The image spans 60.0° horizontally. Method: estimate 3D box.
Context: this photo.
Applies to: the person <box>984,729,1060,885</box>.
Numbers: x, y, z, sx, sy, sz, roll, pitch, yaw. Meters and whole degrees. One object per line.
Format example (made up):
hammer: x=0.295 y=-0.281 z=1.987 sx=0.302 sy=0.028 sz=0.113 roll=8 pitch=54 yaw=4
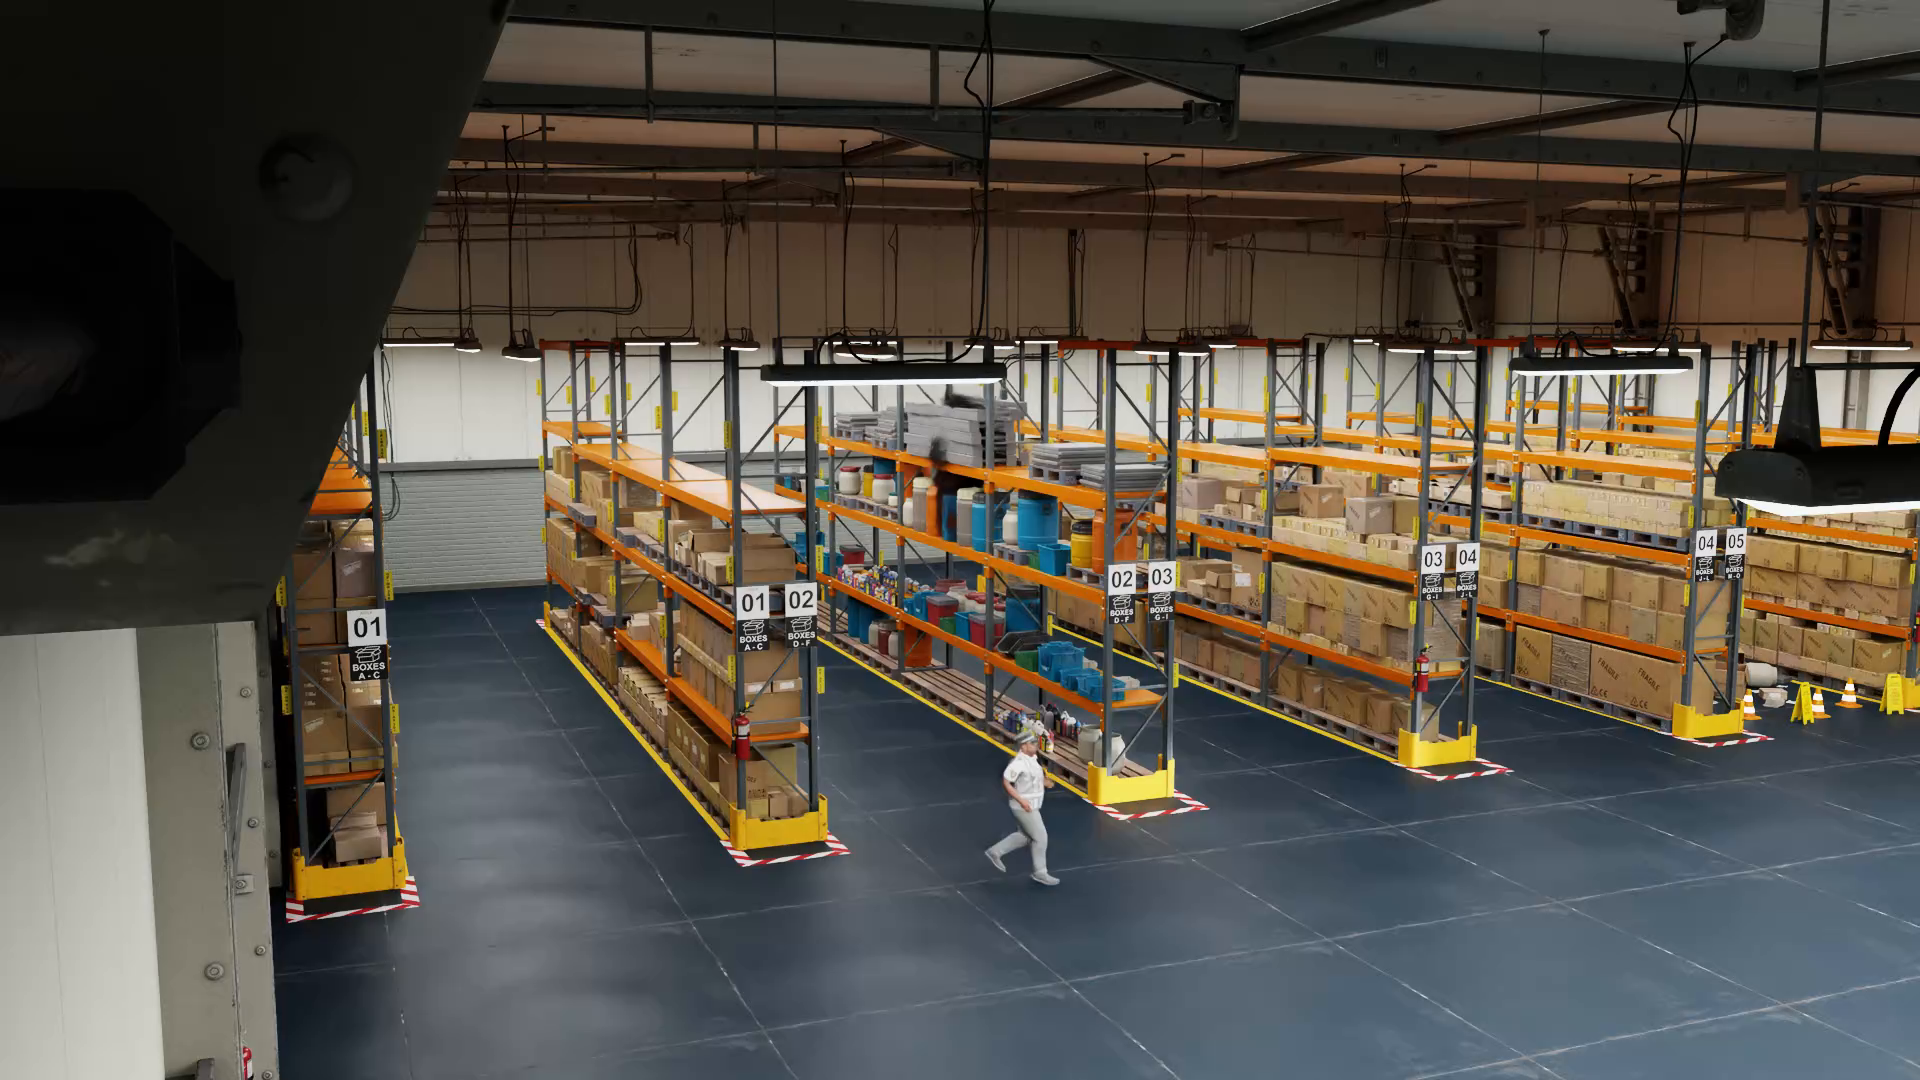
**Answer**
person: x=0.711 y=3.012 z=18.900 sx=0.876 sy=1.795 sz=0.651 roll=1 pitch=8 yaw=9
